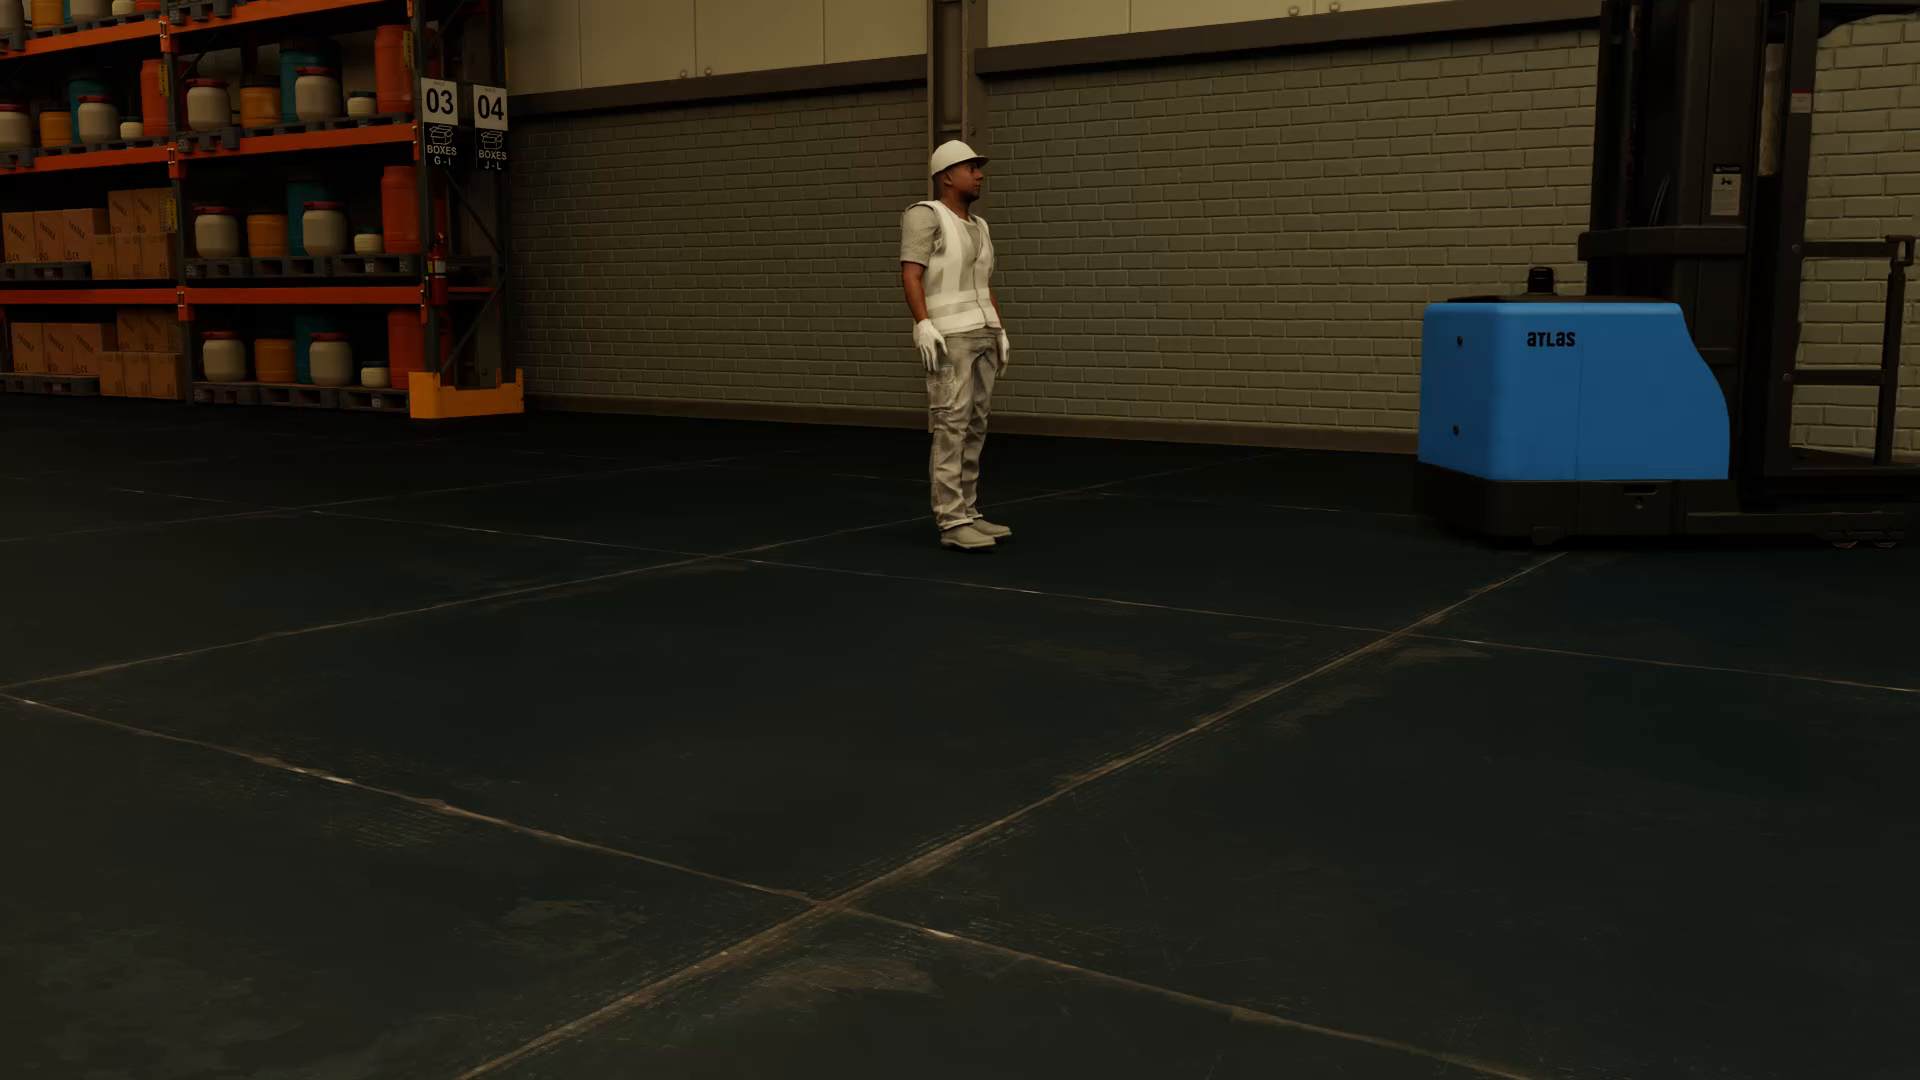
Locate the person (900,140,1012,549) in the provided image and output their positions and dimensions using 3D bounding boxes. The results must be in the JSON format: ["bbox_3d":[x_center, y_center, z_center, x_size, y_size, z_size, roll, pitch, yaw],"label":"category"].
[{"bbox_3d":[0.055,-0.883,7.430,0.575,1.785,0.657,5,10,34],"label":"person"}]

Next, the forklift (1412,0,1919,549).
[{"bbox_3d":[3.763,-1.486,7.646,3.031,2.935,1.130,-1,8,-5],"label":"forklift"}]
